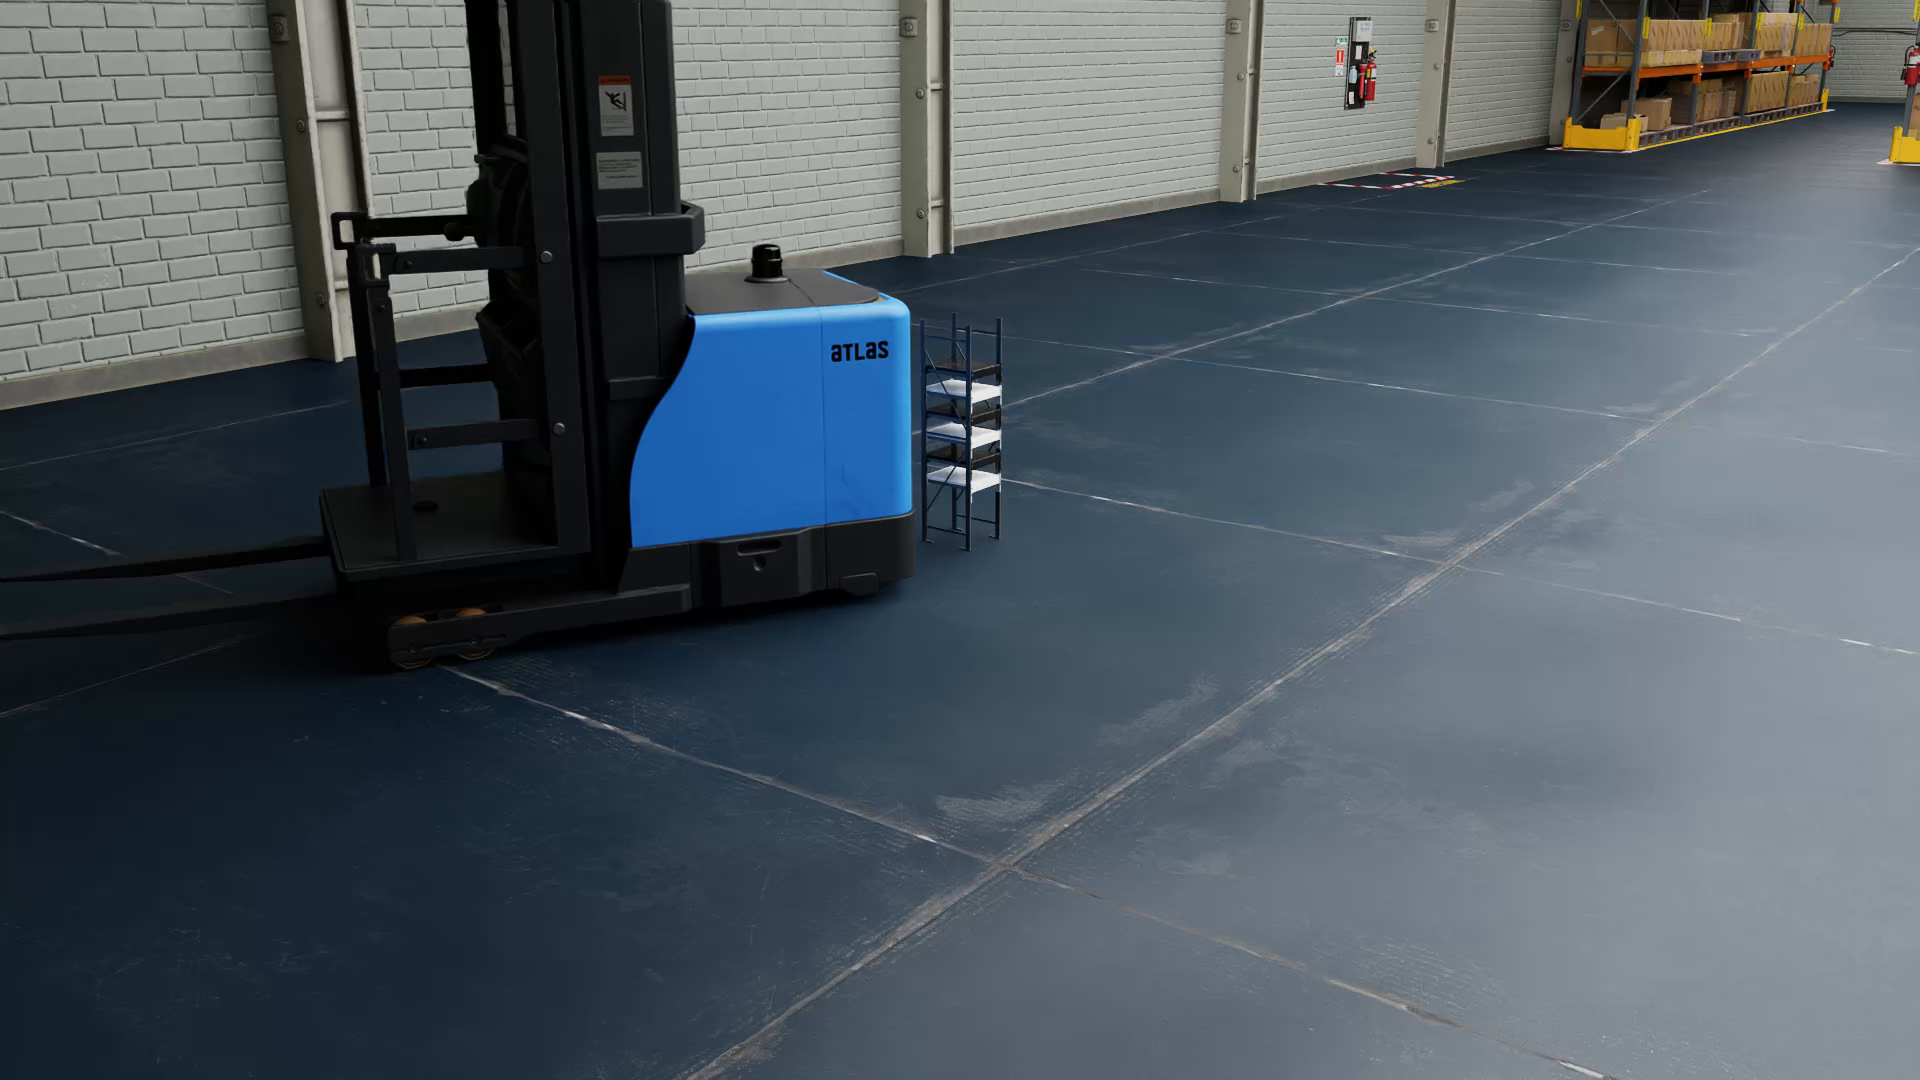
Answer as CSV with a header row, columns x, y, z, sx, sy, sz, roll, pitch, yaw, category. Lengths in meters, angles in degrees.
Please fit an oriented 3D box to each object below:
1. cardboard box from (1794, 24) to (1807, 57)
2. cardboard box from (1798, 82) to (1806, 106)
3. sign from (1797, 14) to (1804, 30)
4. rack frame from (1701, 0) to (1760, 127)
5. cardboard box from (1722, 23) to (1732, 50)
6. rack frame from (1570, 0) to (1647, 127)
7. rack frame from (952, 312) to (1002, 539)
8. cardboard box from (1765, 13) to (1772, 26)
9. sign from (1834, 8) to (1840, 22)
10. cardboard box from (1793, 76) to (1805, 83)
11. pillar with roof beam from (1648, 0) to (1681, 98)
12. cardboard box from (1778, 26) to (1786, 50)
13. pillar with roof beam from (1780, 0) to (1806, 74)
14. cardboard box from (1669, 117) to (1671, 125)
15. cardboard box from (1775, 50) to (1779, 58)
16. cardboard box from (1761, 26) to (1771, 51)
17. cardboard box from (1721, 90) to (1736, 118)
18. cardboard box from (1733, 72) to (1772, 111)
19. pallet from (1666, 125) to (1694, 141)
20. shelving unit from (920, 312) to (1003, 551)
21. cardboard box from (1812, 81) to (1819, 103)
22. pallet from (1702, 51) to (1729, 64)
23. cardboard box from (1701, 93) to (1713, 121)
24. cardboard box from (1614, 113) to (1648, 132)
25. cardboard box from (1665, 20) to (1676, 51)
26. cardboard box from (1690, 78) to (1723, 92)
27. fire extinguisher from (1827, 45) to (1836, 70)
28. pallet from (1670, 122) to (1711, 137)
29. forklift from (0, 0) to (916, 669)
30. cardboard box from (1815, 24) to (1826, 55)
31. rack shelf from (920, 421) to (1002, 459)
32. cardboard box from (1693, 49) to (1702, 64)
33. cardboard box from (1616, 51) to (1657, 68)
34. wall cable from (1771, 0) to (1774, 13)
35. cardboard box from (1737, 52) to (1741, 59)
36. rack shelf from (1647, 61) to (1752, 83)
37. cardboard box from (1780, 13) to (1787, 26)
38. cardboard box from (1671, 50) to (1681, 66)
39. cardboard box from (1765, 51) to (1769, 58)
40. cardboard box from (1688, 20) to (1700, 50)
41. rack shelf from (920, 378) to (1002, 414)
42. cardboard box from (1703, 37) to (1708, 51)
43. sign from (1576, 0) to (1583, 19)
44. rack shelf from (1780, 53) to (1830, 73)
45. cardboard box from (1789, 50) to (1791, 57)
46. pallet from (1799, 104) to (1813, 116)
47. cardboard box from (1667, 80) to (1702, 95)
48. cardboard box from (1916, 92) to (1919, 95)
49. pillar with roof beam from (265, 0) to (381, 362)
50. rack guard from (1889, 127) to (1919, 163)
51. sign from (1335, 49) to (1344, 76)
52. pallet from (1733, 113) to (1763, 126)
x,y,z,sx,sy,sz,roll,pitch,yaw,category
18.196,-11.130,37.021,0.980,0.700,0.700,13,21,36,cardboard box
18.998,-10.268,38.258,0.700,0.500,0.500,13,21,36,cardboard box
18.302,-11.282,36.198,0.100,0.325,0.005,12,21,35,sign
15.477,-9.908,33.591,1.000,3.000,0.127,12,21,35,rack frame
14.480,-9.751,32.176,0.700,0.500,0.500,12,21,35,cardboard box
10.710,-8.002,27.455,1.000,3.000,0.127,12,21,35,rack frame
0.065,-0.456,6.694,0.240,0.900,0.006,12,21,35,rack frame
16.274,-10.656,34.032,0.500,0.250,0.500,12,21,34,cardboard box
20.671,-12.380,39.200,0.100,0.325,0.005,12,21,35,sign
19.049,-10.511,37.946,0.380,0.149,0.250,12,21,33,cardboard box
17.465,-11.855,29.747,9.100,9.000,0.400,12,21,35,pillar with roof beam
17.185,-10.664,35.322,0.500,0.500,0.500,12,21,35,cardboard box
24.615,-14.713,38.950,9.100,9.000,0.400,12,21,35,pillar with roof beam
12.799,-7.679,30.451,0.380,0.166,0.250,9,20,28,cardboard box
17.255,-10.382,35.507,0.380,0.149,0.250,12,21,35,cardboard box
16.291,-10.301,34.152,0.500,0.500,0.500,13,22,36,cardboard box
15.090,-8.743,33.315,0.700,0.500,0.500,13,21,35,cardboard box
16.547,-9.441,35.005,0.750,0.750,0.750,12,21,34,cardboard box
12.722,-7.457,30.401,1.003,0.211,1.213,12,21,35,pallet
0.005,-0.432,6.617,0.258,0.900,0.210,12,21,35,shelving unit
19.907,-10.636,39.441,0.700,0.500,0.500,12,21,35,cardboard box
13.666,-9.020,31.055,1.003,0.211,1.213,12,21,35,pallet
14.123,-8.396,32.196,0.700,0.500,0.500,13,21,35,cardboard box
11.534,-7.213,28.705,0.500,0.311,0.500,15,22,39,cardboard box
11.851,-8.597,28.324,0.500,0.500,0.500,12,21,33,cardboard box
14.700,-8.977,32.802,0.500,0.250,0.500,13,21,36,cardboard box
20.704,-11.553,39.647,0.296,0.674,0.183,12,21,35,fire extinguisher
13.556,-7.809,31.535,1.003,0.211,1.213,12,21,35,pallet
-1.726,-1.160,5.536,3.031,2.935,1.130,-7,19,-23,forklift
19.523,-11.658,38.721,0.980,0.700,0.700,12,21,34,cardboard box
0.005,-0.400,6.626,0.258,0.077,0.200,12,21,35,rack shelf
13.055,-8.727,30.007,0.500,0.250,0.500,12,21,35,cardboard box
11.256,-8.000,27.668,0.500,0.250,0.500,12,21,33,cardboard box
20.247,-12.771,41.096,0.084,1.984,1.851,12,21,35,wall cable
15.859,-9.835,33.746,0.380,0.149,0.250,12,21,34,cardboard box
14.285,-9.088,32.164,1.077,0.370,4.000,12,21,35,rack shelf
17.171,-11.020,35.204,0.500,0.250,0.500,13,21,36,cardboard box
12.165,-8.367,28.848,0.500,0.250,0.500,13,21,35,cardboard box
16.764,-10.202,34.929,0.380,0.149,0.250,13,21,35,cardboard box
12.767,-8.964,29.506,0.500,0.500,0.500,12,21,34,cardboard box
0.005,-0.572,6.573,0.258,0.077,0.200,12,21,35,rack shelf
13.424,-9.328,30.814,0.700,0.500,0.500,12,21,35,cardboard box
10.276,-8.809,27.568,0.100,0.325,0.005,12,21,35,sign
19.052,-10.993,38.300,1.077,0.370,4.000,12,21,35,rack shelf
17.886,-10.620,36.273,0.380,0.149,0.250,13,21,35,cardboard box
19.102,-9.988,38.551,1.003,0.211,1.213,12,21,35,pallet
13.778,-8.613,31.631,0.500,0.250,0.500,12,21,34,cardboard box
15.355,-6.795,26.229,0.500,0.500,0.500,12,21,35,cardboard box
-0.410,-4.710,6.737,9.100,9.000,0.400,12,21,35,pillar with roof beam
14.676,-5.928,24.992,1.175,0.500,0.348,12,21,35,rack guard
4.942,-6.215,21.638,0.001,0.329,0.234,12,21,35,sign
16.007,-8.751,34.566,1.003,0.211,1.213,12,21,35,pallet
